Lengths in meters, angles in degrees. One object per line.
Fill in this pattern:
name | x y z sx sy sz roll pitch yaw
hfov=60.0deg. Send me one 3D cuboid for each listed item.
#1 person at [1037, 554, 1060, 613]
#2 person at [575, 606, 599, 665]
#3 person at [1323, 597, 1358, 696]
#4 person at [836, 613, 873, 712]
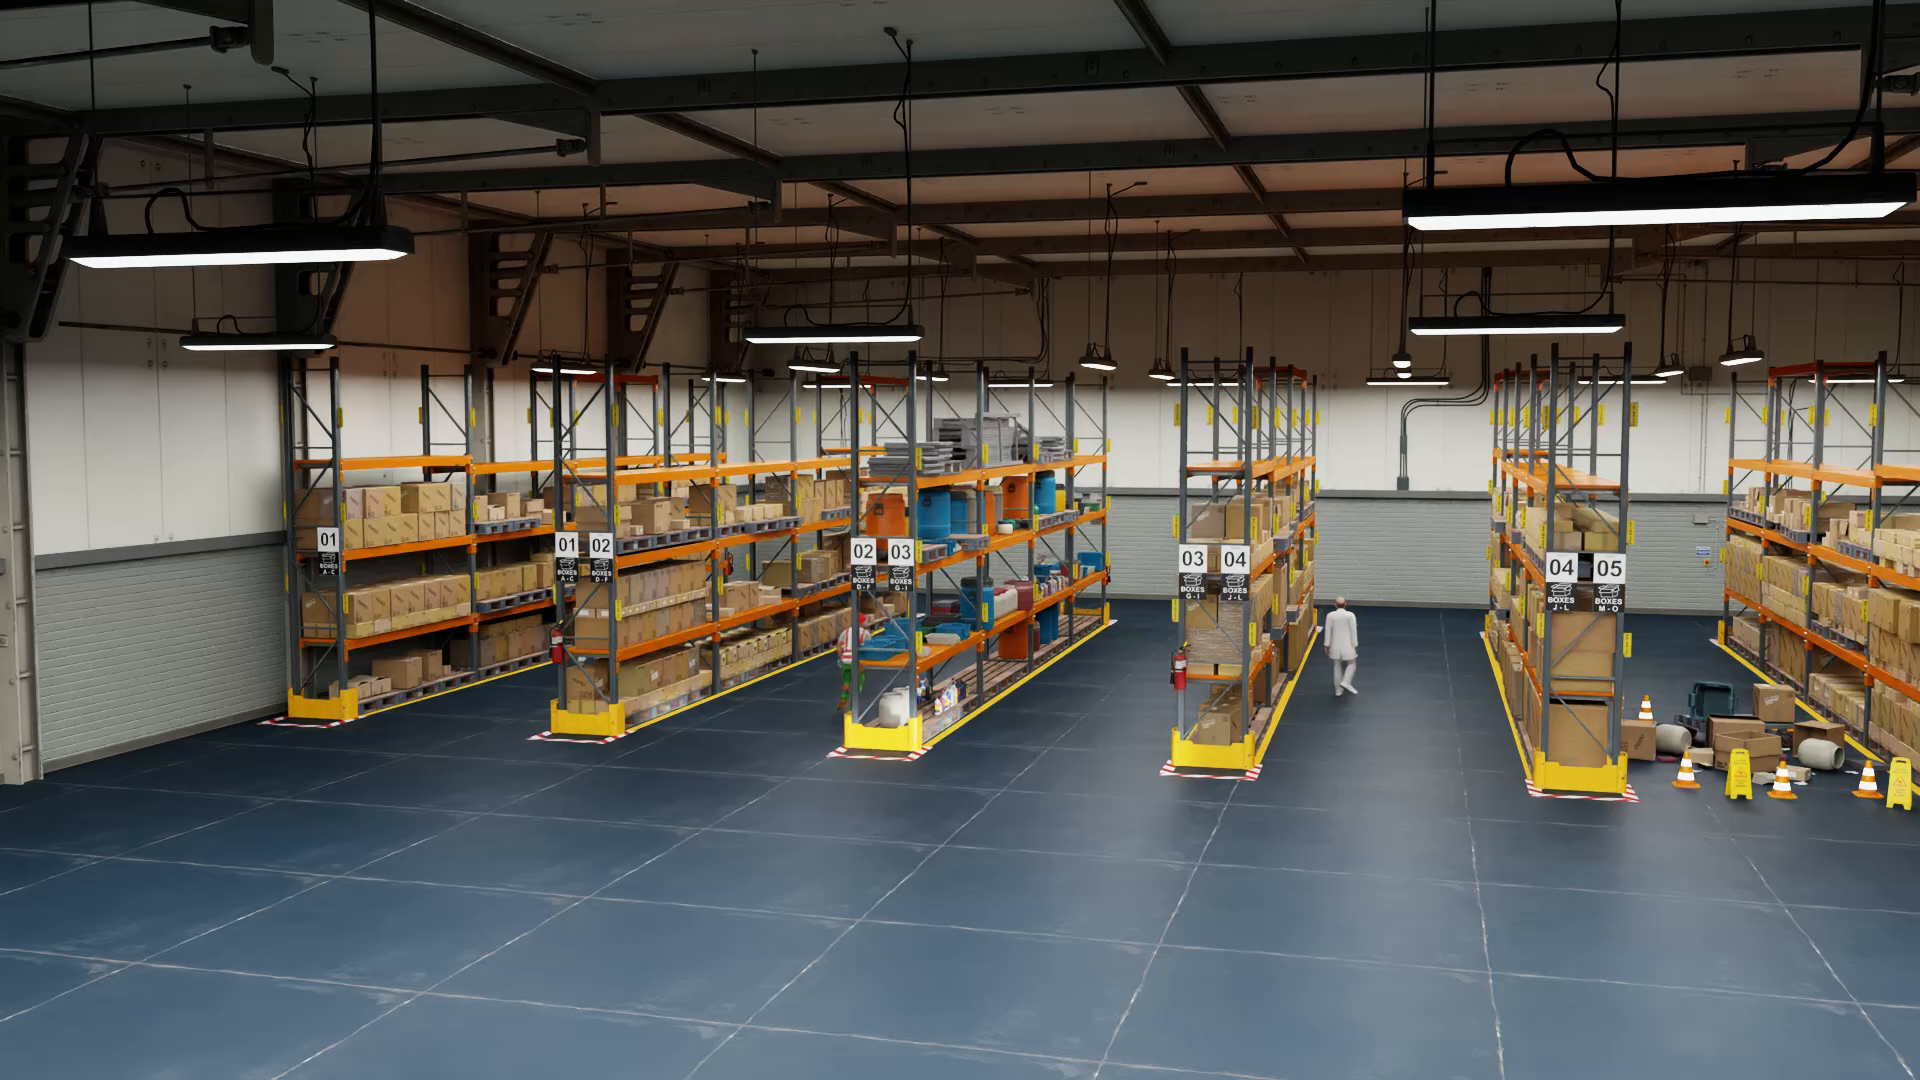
person | 2.027 1.136 41.564 1.053 1.616 0.440 -1 4 -11
person | -7.204 1.730 32.365 0.644 1.751 0.969 0 4 3
person | 6.862 1.919 29.957 0.626 1.777 0.587 1 4 19
person | -1.787 2.091 28.293 0.657 1.685 0.787 1 4 16
